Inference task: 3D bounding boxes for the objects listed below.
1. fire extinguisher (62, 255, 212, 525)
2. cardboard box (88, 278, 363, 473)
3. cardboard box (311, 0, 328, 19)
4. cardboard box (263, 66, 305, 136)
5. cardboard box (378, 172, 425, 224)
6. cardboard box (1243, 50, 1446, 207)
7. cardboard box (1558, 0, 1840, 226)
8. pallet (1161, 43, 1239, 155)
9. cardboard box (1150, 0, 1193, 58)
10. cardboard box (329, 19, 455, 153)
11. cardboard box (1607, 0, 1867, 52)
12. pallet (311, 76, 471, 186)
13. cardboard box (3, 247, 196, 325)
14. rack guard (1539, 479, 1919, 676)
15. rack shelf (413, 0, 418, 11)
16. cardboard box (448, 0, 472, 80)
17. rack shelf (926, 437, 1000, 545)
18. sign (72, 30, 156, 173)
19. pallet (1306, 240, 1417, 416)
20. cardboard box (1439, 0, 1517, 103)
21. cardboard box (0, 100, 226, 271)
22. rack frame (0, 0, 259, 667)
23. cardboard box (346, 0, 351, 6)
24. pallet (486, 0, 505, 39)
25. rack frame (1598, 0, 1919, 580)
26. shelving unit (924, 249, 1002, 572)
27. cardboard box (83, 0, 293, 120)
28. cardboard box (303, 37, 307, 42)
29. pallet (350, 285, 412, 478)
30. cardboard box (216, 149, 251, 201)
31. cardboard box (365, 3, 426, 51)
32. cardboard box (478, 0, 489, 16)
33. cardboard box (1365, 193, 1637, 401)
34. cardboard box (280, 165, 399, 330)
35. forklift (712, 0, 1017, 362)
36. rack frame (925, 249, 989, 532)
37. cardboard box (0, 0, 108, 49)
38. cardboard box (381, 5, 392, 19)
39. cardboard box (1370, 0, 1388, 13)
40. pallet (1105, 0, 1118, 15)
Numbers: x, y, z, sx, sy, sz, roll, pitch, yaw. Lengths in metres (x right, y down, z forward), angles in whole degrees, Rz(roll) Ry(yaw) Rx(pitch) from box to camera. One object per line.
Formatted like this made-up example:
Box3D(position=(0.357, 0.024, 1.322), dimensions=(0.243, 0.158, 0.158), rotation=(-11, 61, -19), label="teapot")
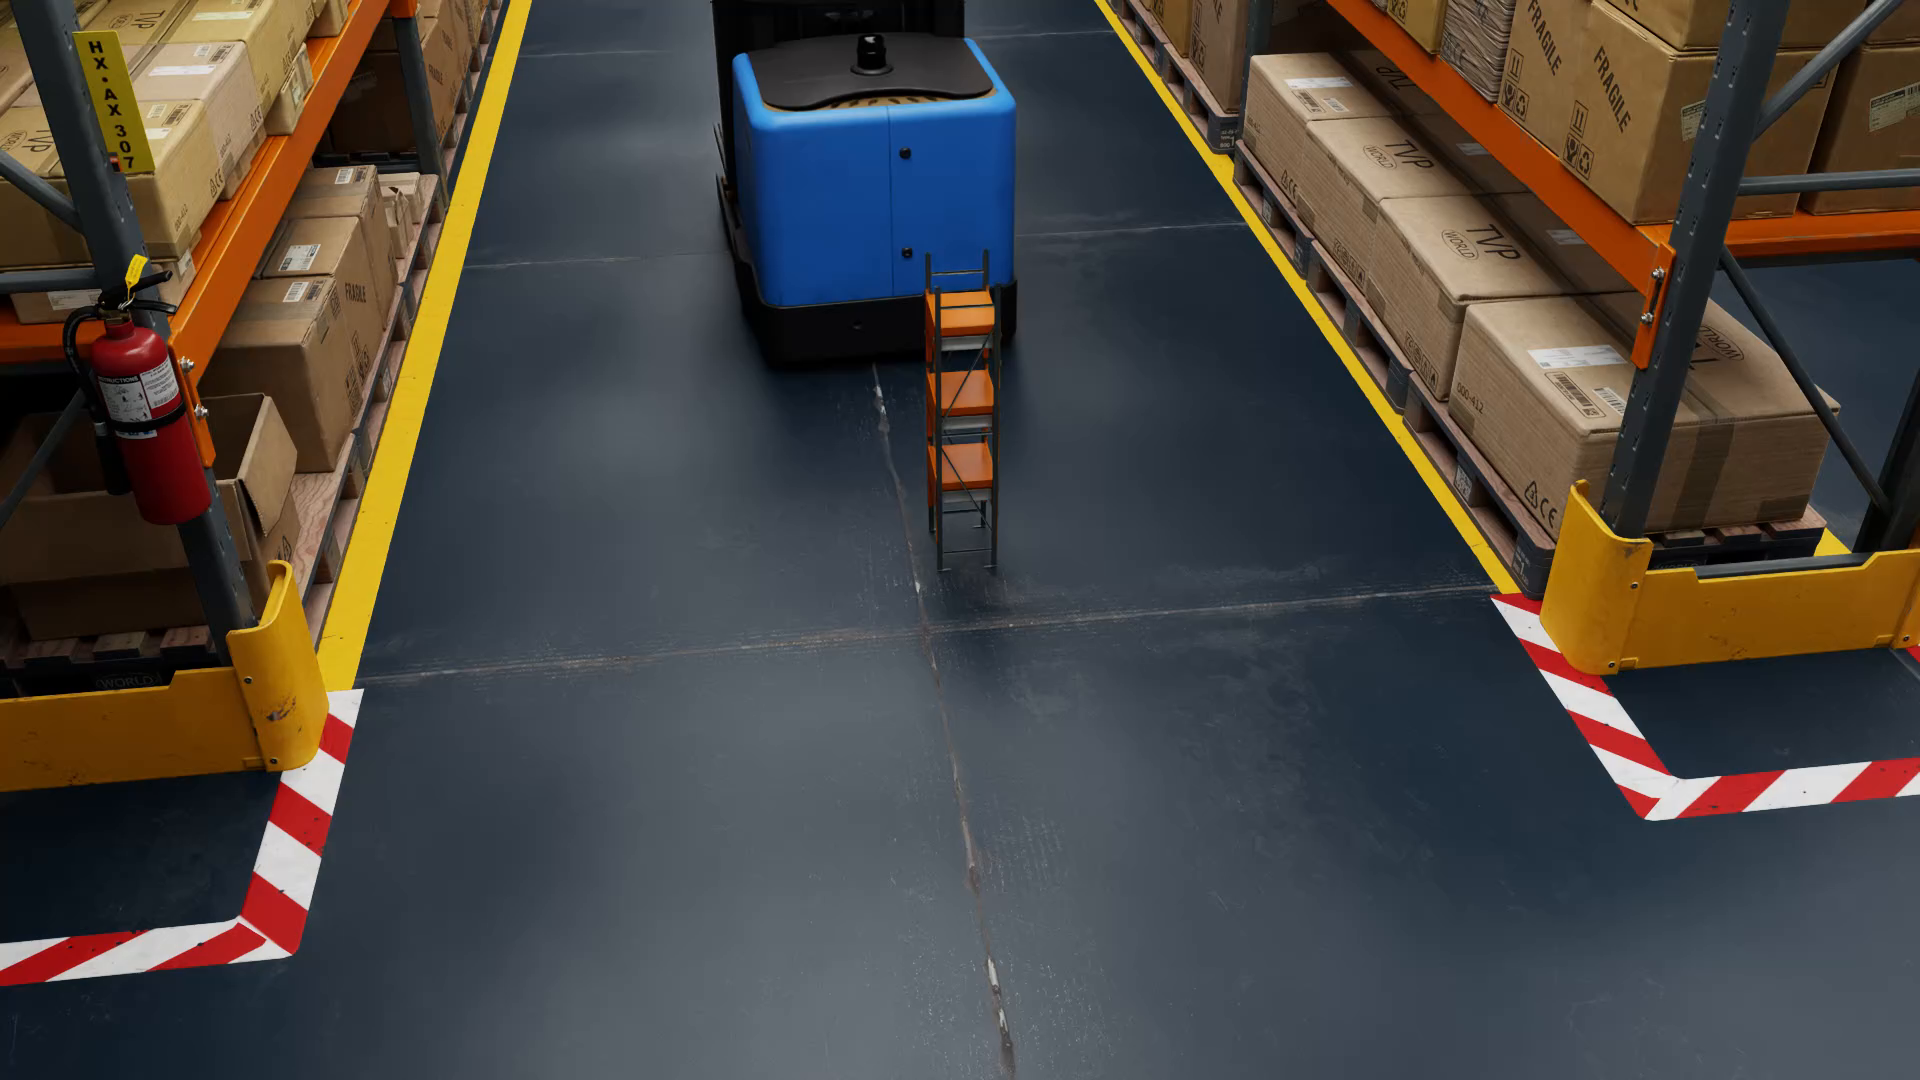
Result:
Box3D(position=(-1.979, -0.359, 4.012), dimensions=(0.296, 0.674, 0.183), rotation=(-4, 35, -6), label="fire extinguisher")
Box3D(position=(-2.522, -0.561, 5.756), dimensions=(0.700, 0.500, 0.500), rotation=(-3, 34, -4), label="cardboard box")
Box3D(position=(-2.549, -2.061, 5.980), dimensions=(0.500, 0.250, 0.500), rotation=(-5, 35, -7), label="cardboard box")
Box3D(position=(-2.353, -1.415, 5.385), dimensions=(0.380, 0.149, 0.250), rotation=(-5, 35, -8), label="cardboard box")
Box3D(position=(-2.629, -1.531, 7.491), dimensions=(0.380, 0.149, 0.250), rotation=(-5, 35, -8), label="cardboard box")
Box3D(position=(1.901, -1.958, 7.862), dimensions=(0.875, 0.438, 0.875), rotation=(-5, 35, -7), label="cardboard box")
Box3D(position=(2.134, -1.260, 4.847), dimensions=(0.500, 0.500, 0.500), rotation=(-4, 34, -6), label="cardboard box")
Box3D(position=(1.745, -2.474, 9.193), dimensions=(1.003, 0.211, 1.213), rotation=(-4, 35, -6), label="pallet")
Box3D(position=(1.631, -3.341, 9.502), dimensions=(0.875, 0.875, 0.875), rotation=(-3, 34, -5), label="cardboard box")
Box3D(position=(-2.837, -2.251, 8.237), dimensions=(0.500, 0.500, 0.500), rotation=(-3, 34, -4), label="cardboard box")
Box3D(position=(2.160, -1.675, 4.568), dimensions=(0.500, 0.500, 0.500), rotation=(-3, 34, -5), label="cardboard box")
Box3D(position=(-3.142, -2.122, 8.677), dimensions=(1.003, 0.211, 1.213), rotation=(-4, 35, -6), label="pallet")
Box3D(position=(-2.229, -0.692, 4.325), dimensions=(0.380, 0.149, 0.250), rotation=(-5, 35, -7), label="cardboard box")
Box3D(position=(2.464, 0.077, 5.194), dimensions=(1.175, 0.500, 0.348), rotation=(-4, 35, -6), label="rack guard")
Box3D(position=(-3.264, -3.643, 9.070), dimensions=(1.077, 0.370, 4.000), rotation=(-4, 35, -6), label="rack shelf")
Box3D(position=(-2.981, -2.827, 9.081), dimensions=(0.500, 0.500, 0.500), rotation=(-5, 35, -8), label="cardboard box")
Box3D(position=(0.007, -0.166, 5.573), dimensions=(0.215, 0.259, 0.240), rotation=(-4, 35, -6), label="rack shelf")
Box3D(position=(-1.919, -0.991, 3.771), dimensions=(0.100, 0.325, 0.005), rotation=(-4, 35, -6), label="sign")
Box3D(position=(2.115, -0.937, 6.937), dimensions=(1.003, 0.211, 1.213), rotation=(-4, 35, -6), label="pallet")
Box3D(position=(2.002, -1.828, 5.679), dimensions=(0.500, 0.500, 0.500), rotation=(-3, 34, -5), label="cardboard box")
Box3D(position=(-2.251, -0.926, 4.315), dimensions=(0.500, 0.250, 0.500), rotation=(-4, 34, -6), label="cardboard box")
Box3D(position=(-2.457, -0.592, 3.955), dimensions=(1.000, 3.000, 0.127), rotation=(-4, 35, -6), label="rack frame")
Box3D(position=(-2.578, -2.126, 6.429), dimensions=(0.380, 0.149, 0.250), rotation=(-4, 34, -5), label="cardboard box")
Box3D(position=(-3.470, -3.484, 10.675), dimensions=(1.003, 0.211, 1.213), rotation=(-4, 35, -6), label="pallet")
Box3D(position=(2.461, -0.970, 4.509), dimensions=(1.000, 3.000, 0.127), rotation=(-4, 35, -6), label="rack frame")
Box3D(position=(0.007, -0.404, 5.411), dimensions=(0.215, 1.050, 0.252), rotation=(-4, 35, -6), label="shelving unit")
Box3D(position=(-2.391, -1.490, 5.142), dimensions=(0.500, 0.250, 0.500), rotation=(-5, 35, -7), label="cardboard box")
Box3D(position=(-2.592, -1.833, 5.999), dimensions=(0.380, 0.149, 0.250), rotation=(-4, 34, -6), label="cardboard box")
Box3D(position=(-2.736, -0.606, 6.452), dimensions=(1.003, 0.211, 1.213), rotation=(-4, 35, -6), label="pallet")
Box3D(position=(-2.353, -1.120, 4.953), dimensions=(0.380, 0.149, 0.250), rotation=(-3, 34, -5), label="cardboard box")
Box3D(position=(-2.780, -2.453, 7.956), dimensions=(0.380, 0.149, 0.250), rotation=(-3, 34, -4), label="cardboard box")
Box3D(position=(-3.133, -3.405, 9.929), dimensions=(0.500, 0.500, 0.500), rotation=(-3, 34, -4), label="cardboard box")
Box3D(position=(2.142, -0.955, 6.390), dimensions=(0.875, 0.438, 0.875), rotation=(-3, 34, -5), label="cardboard box")
Box3D(position=(-2.661, -1.140, 6.606), dimensions=(0.700, 0.500, 0.500), rotation=(-6, 35, -8), label="cardboard box")
Box3D(position=(-0.572, -2.750, 7.182), dimensions=(1.130, 2.935, 3.031), rotation=(-7, 35, -10), label="forklift")
Box3D(position=(-0.009, -0.472, 5.510), dimensions=(0.200, 1.050, 0.008), rotation=(-4, 35, -6), label="rack frame")
Box3D(position=(-2.912, -1.454, 5.089), dimensions=(0.500, 0.250, 0.500), rotation=(-3, 34, -5), label="cardboard box")
Box3D(position=(-2.840, -2.571, 7.866), dimensions=(0.380, 0.149, 0.250), rotation=(-5, 35, -7), label="cardboard box")
Box3D(position=(1.851, -2.402, 6.523), dimensions=(0.500, 0.500, 0.500), rotation=(-4, 34, -6), label="cardboard box")
Box3D(position=(1.416, -3.836, 11.191), dimensions=(1.003, 0.211, 1.213), rotation=(-4, 35, -6), label="pallet")
